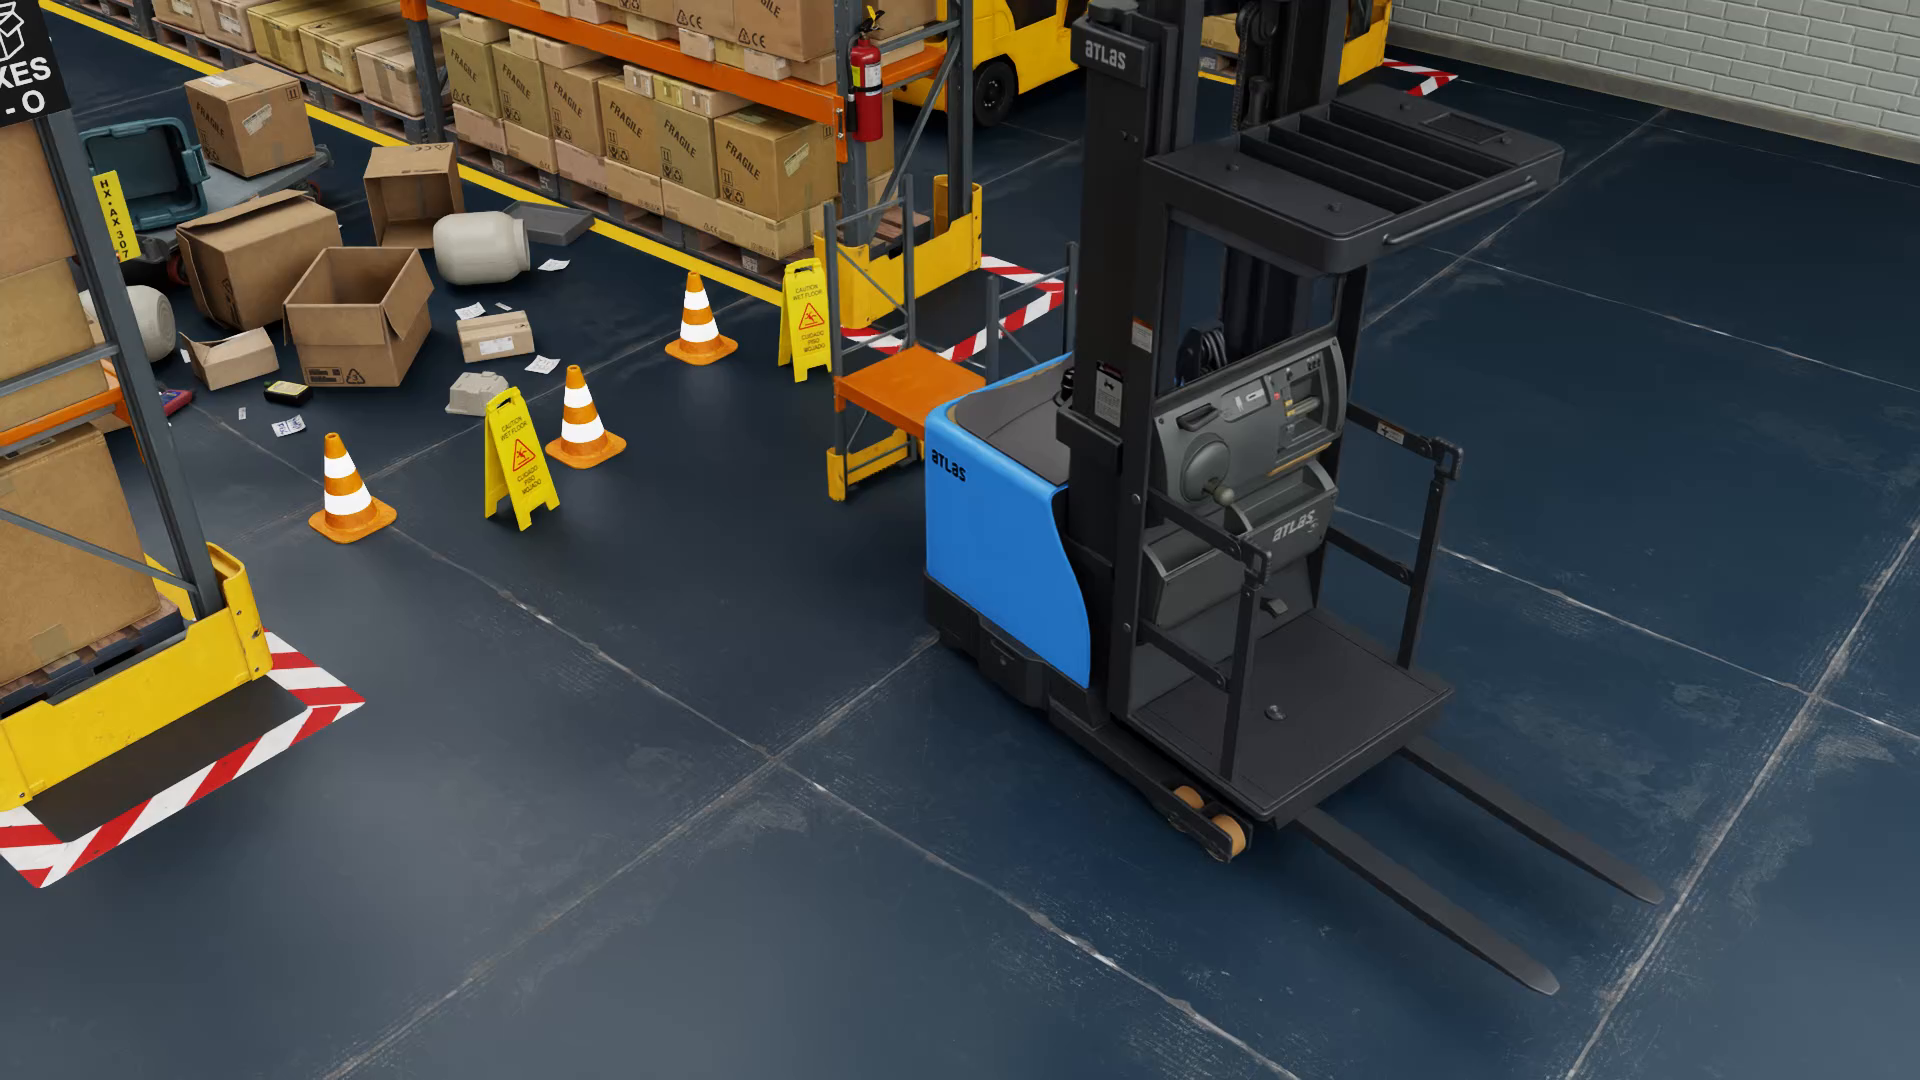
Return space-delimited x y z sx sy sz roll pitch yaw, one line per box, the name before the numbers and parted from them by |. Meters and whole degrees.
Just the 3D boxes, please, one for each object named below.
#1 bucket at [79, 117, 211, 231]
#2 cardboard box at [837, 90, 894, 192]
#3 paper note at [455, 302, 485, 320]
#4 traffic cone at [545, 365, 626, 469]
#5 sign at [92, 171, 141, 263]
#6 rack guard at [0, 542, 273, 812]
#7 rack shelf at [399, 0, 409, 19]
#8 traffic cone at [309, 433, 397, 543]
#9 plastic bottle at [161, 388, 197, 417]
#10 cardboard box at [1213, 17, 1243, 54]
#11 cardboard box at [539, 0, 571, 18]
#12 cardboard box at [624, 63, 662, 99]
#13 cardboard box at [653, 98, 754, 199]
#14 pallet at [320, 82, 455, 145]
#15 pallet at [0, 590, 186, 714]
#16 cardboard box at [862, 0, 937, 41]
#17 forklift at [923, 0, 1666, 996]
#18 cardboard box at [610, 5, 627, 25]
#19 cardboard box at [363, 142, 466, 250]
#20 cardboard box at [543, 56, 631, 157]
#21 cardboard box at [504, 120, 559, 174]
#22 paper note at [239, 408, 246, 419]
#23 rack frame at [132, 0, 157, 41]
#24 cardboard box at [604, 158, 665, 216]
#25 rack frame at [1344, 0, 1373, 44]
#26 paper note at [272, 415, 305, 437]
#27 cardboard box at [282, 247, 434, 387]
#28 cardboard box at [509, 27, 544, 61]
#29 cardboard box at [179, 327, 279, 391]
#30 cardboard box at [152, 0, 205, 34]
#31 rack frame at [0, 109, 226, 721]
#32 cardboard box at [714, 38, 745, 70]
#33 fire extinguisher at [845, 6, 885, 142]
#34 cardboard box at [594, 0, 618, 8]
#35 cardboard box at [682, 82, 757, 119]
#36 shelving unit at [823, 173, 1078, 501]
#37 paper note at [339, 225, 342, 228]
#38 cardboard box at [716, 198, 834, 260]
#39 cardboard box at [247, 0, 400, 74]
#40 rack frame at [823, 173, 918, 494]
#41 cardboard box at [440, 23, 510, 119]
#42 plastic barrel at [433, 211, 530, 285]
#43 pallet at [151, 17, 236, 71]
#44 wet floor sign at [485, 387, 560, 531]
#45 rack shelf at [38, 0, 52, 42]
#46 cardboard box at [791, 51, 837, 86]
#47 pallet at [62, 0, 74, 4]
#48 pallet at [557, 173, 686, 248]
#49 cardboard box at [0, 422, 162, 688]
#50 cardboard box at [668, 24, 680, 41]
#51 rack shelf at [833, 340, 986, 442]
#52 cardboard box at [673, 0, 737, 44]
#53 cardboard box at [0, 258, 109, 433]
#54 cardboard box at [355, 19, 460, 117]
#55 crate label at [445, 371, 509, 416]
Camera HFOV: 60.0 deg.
bucket | -4.874 -2.203 9.857 0.726 0.611 0.620 -18 28 -25
cardboard box | -0.752 -2.483 10.112 0.500 0.500 0.500 24 41 30
paper note | -2.847 -1.334 9.676 0.148 0.019 0.142 -18 38 -25
traffic cone | -1.895 -0.656 8.297 0.334 0.463 0.336 25 42 32
sign | -3.020 -1.152 5.943 0.005 0.325 0.100 25 42 32
rack guard | -3.361 0.516 6.557 0.348 0.500 1.175 25 42 32
rack shelf | -4.901 -4.590 12.420 4.000 0.370 1.077 25 42 32
traffic cone | -2.879 -0.288 7.760 0.334 0.463 0.336 25 42 32
plastic bottle | -4.160 -0.728 8.756 0.133 0.061 0.283 12 36 16
cardboard box | 2.319 -3.947 12.905 0.500 0.250 0.500 26 42 32
cardboard box | -2.350 -3.338 10.183 0.250 0.149 0.380 25 42 32
cardboard box | -1.791 -2.799 9.998 0.250 0.149 0.380 27 43 34
cardboard box | -1.476 -2.427 10.029 0.500 0.500 0.500 27 43 33
pallet | -3.964 -3.294 12.361 1.213 0.211 1.003 25 42 32
pallet | -4.044 0.371 7.024 1.213 0.211 1.003 25 42 32
cardboard box | -0.477 -3.170 9.365 0.500 0.500 0.500 25 41 31
forklift | 1.164 -0.365 5.693 1.130 2.935 3.031 -25 42 -32
cardboard box | -1.877 -3.215 10.003 0.250 0.149 0.380 25 42 32
cardboard box | -3.412 -2.153 10.441 0.500 0.500 0.500 -6 35 -8
cardboard box | -2.267 -2.803 10.577 0.500 0.500 0.500 28 43 34
cardboard box | -2.666 -2.682 11.064 0.500 0.250 0.500 28 43 34
paper note | -3.758 -0.663 8.706 0.032 0.001 0.123 -12 36 -17
rack frame | -6.439 -5.611 13.271 0.127 3.000 1.000 25 42 32
cardboard box | -1.882 -2.307 10.518 0.500 0.250 0.500 24 41 30
rack frame | 2.883 -4.875 12.198 0.127 3.000 1.000 25 42 32
paper note | -3.467 -0.590 8.584 0.144 0.017 0.142 -18 38 -25
cardboard box | -3.260 -1.219 9.081 0.637 0.503 0.797 0 34 0
cardboard box | -2.630 -3.191 10.569 0.250 0.149 0.380 27 43 33
cardboard box | -3.954 -1.024 9.006 0.396 0.266 0.258 -26 42 -32
cardboard box | -6.011 -4.492 13.592 0.625 0.372 0.950 22 40 29
rack frame | -3.380 -0.523 5.863 0.127 3.000 1.000 25 42 32
cardboard box | -1.164 -2.798 9.397 0.250 0.149 0.380 24 41 31
fire extinguisher | -0.497 -2.440 8.721 0.183 0.674 0.296 25 42 32
cardboard box | -2.025 -3.512 9.863 0.500 0.500 0.500 26 42 32
cardboard box | -1.398 -2.610 9.724 0.250 0.149 0.380 27 43 33
shelving unit | -0.060 -0.729 7.487 0.587 1.500 1.083 -28 43 -35
paper note | -4.049 -2.004 10.642 0.142 0.019 0.148 25 42 32
cardboard box | -1.102 -1.938 9.980 0.500 0.250 0.500 25 42 32
cardboard box | -4.859 -3.951 12.804 0.625 0.372 0.950 27 43 33
rack frame | -0.404 -0.934 7.785 0.500 1.500 0.032 -28 43 -35
cardboard box | -3.084 -3.180 11.126 0.500 0.500 0.500 27 43 34
plastic barrel | -2.846 -1.741 9.911 0.512 0.421 0.421 -6 35 -8
pallet | -5.839 -4.178 13.647 1.213 0.211 1.003 25 42 32
wet floor sign | -2.091 -0.404 7.768 0.232 0.644 0.267 18 38 24
rack shelf | -4.917 -2.188 6.272 4.000 0.370 1.077 25 42 32
cardboard box | -0.715 -2.652 9.185 0.250 0.149 0.380 27 43 33
pallet | -7.930 -5.222 15.168 1.213 0.211 1.003 25 42 32
pallet | -1.884 -2.343 10.976 1.213 0.211 1.003 25 42 32
cardboard box | -3.943 -0.038 6.661 0.875 0.875 0.875 26 42 32
cardboard box | -1.488 -3.032 9.737 0.250 0.149 0.380 26 42 32
rack shelf | -0.054 -0.577 7.584 0.538 0.185 1.000 -28 43 -35
cardboard box | -1.266 -3.138 9.318 0.500 0.500 0.500 25 42 32
cardboard box | -3.694 -0.700 5.987 0.550 0.550 0.875 25 42 32
cardboard box | -3.769 -3.441 12.061 0.625 0.372 0.950 26 42 32
crate label | -2.539 -0.780 8.765 0.298 0.136 0.250 6 35 8
